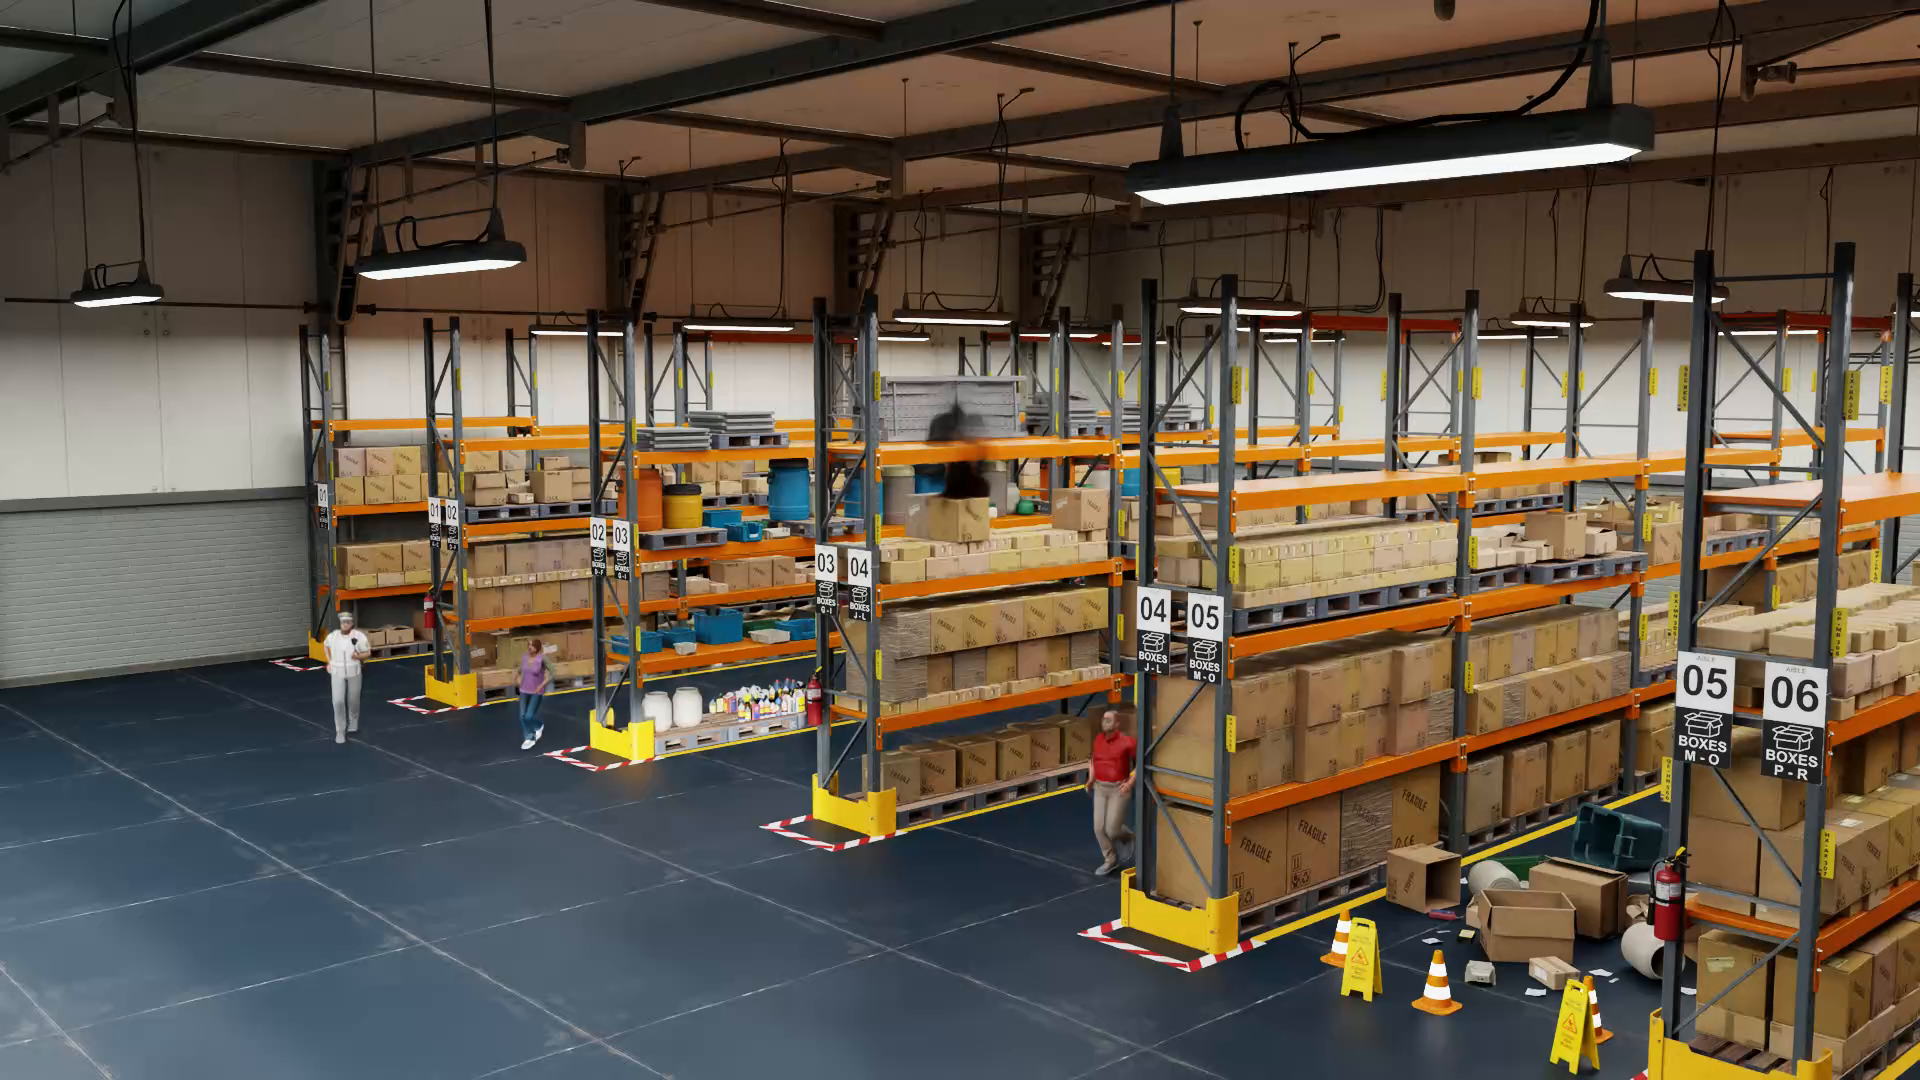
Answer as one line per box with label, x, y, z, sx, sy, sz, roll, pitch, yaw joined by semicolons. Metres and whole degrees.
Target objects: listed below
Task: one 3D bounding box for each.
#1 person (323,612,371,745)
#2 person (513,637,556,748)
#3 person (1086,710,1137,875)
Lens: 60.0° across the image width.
person;-8.646;1.917;23.490;0.647;1.844;0.850;-2;6;-18
person;-5.862;2.146;22.831;0.557;1.461;0.570;2;6;19
person;1.598;2.600;17.217;0.661;1.694;0.564;5;7;39
